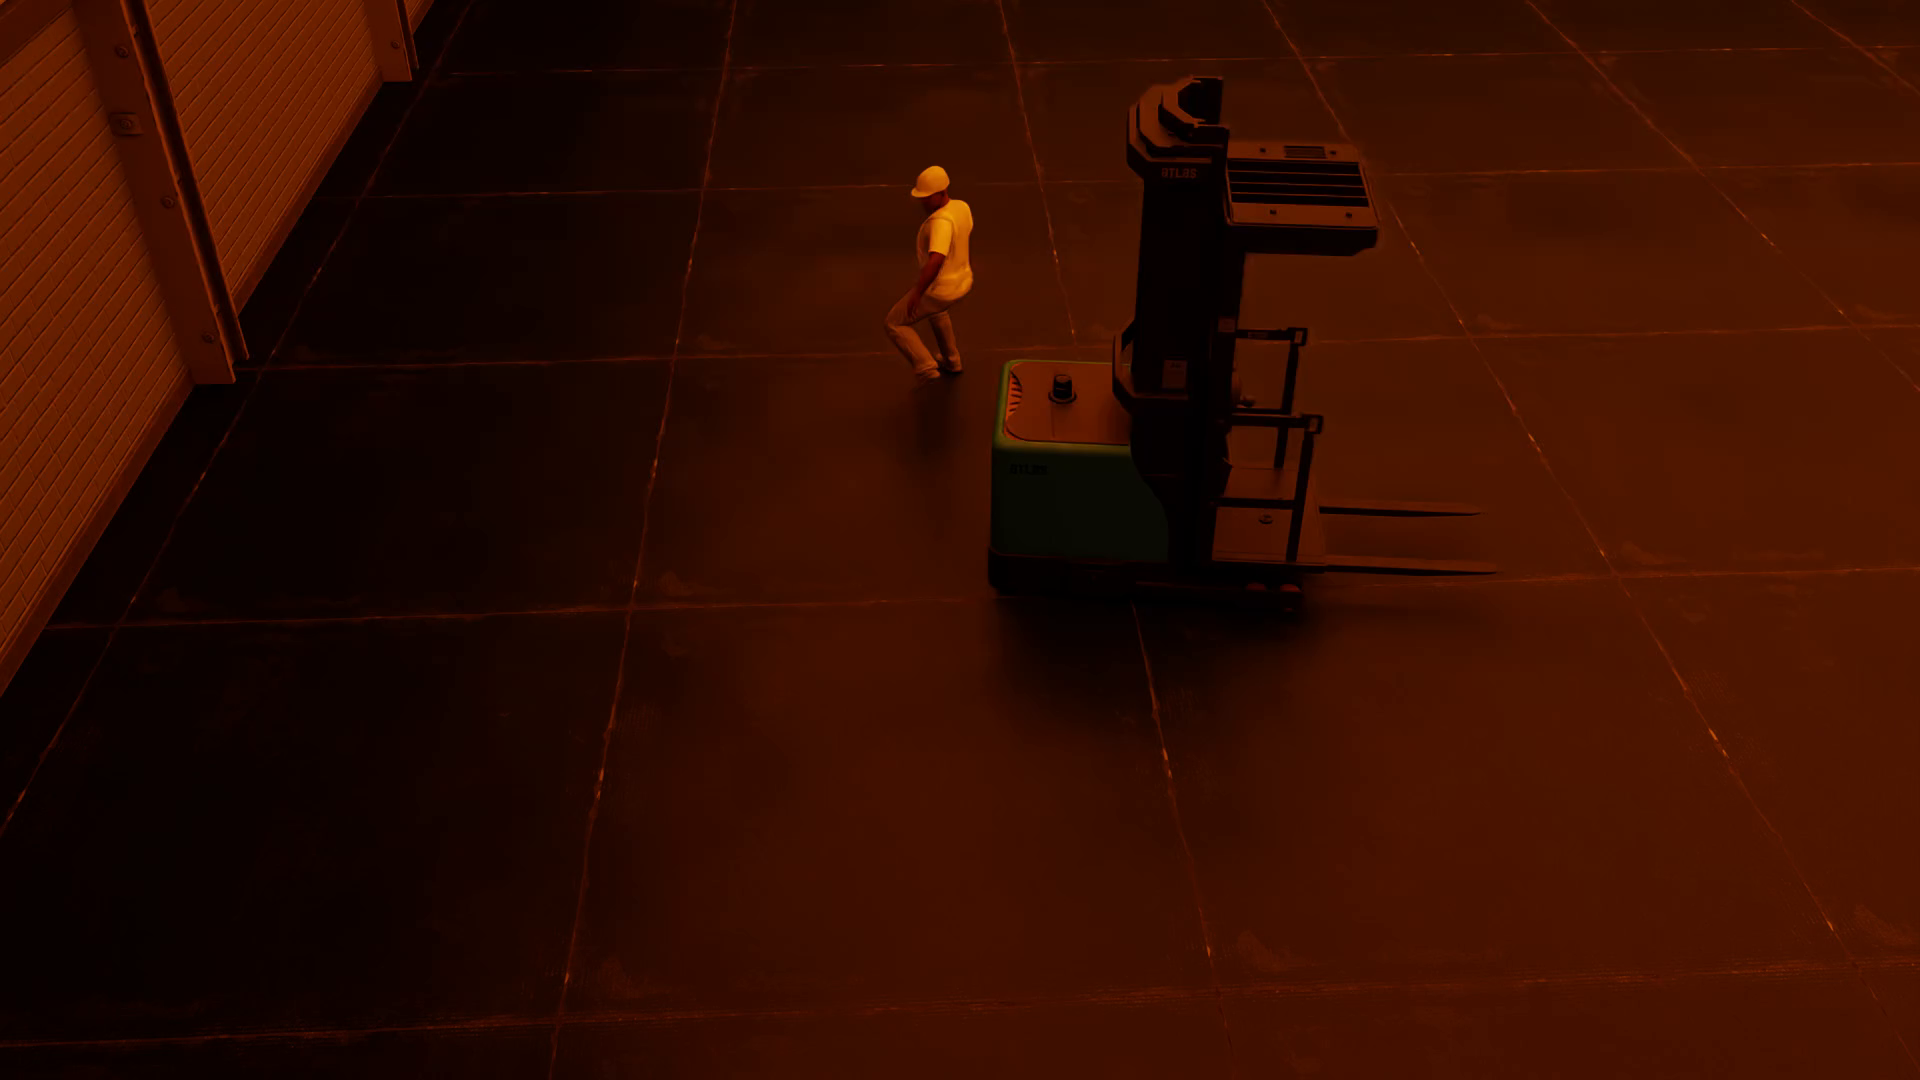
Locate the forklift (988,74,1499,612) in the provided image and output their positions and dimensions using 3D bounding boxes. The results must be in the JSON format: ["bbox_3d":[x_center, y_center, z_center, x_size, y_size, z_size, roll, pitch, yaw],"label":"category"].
[{"bbox_3d":[1.714,-1.084,9.499,3.031,2.935,1.130,3,36,4],"label":"forklift"}]

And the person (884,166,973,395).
[{"bbox_3d":[-0.163,-1.829,11.651,0.524,1.646,1.039,20,41,26],"label":"person"}]
